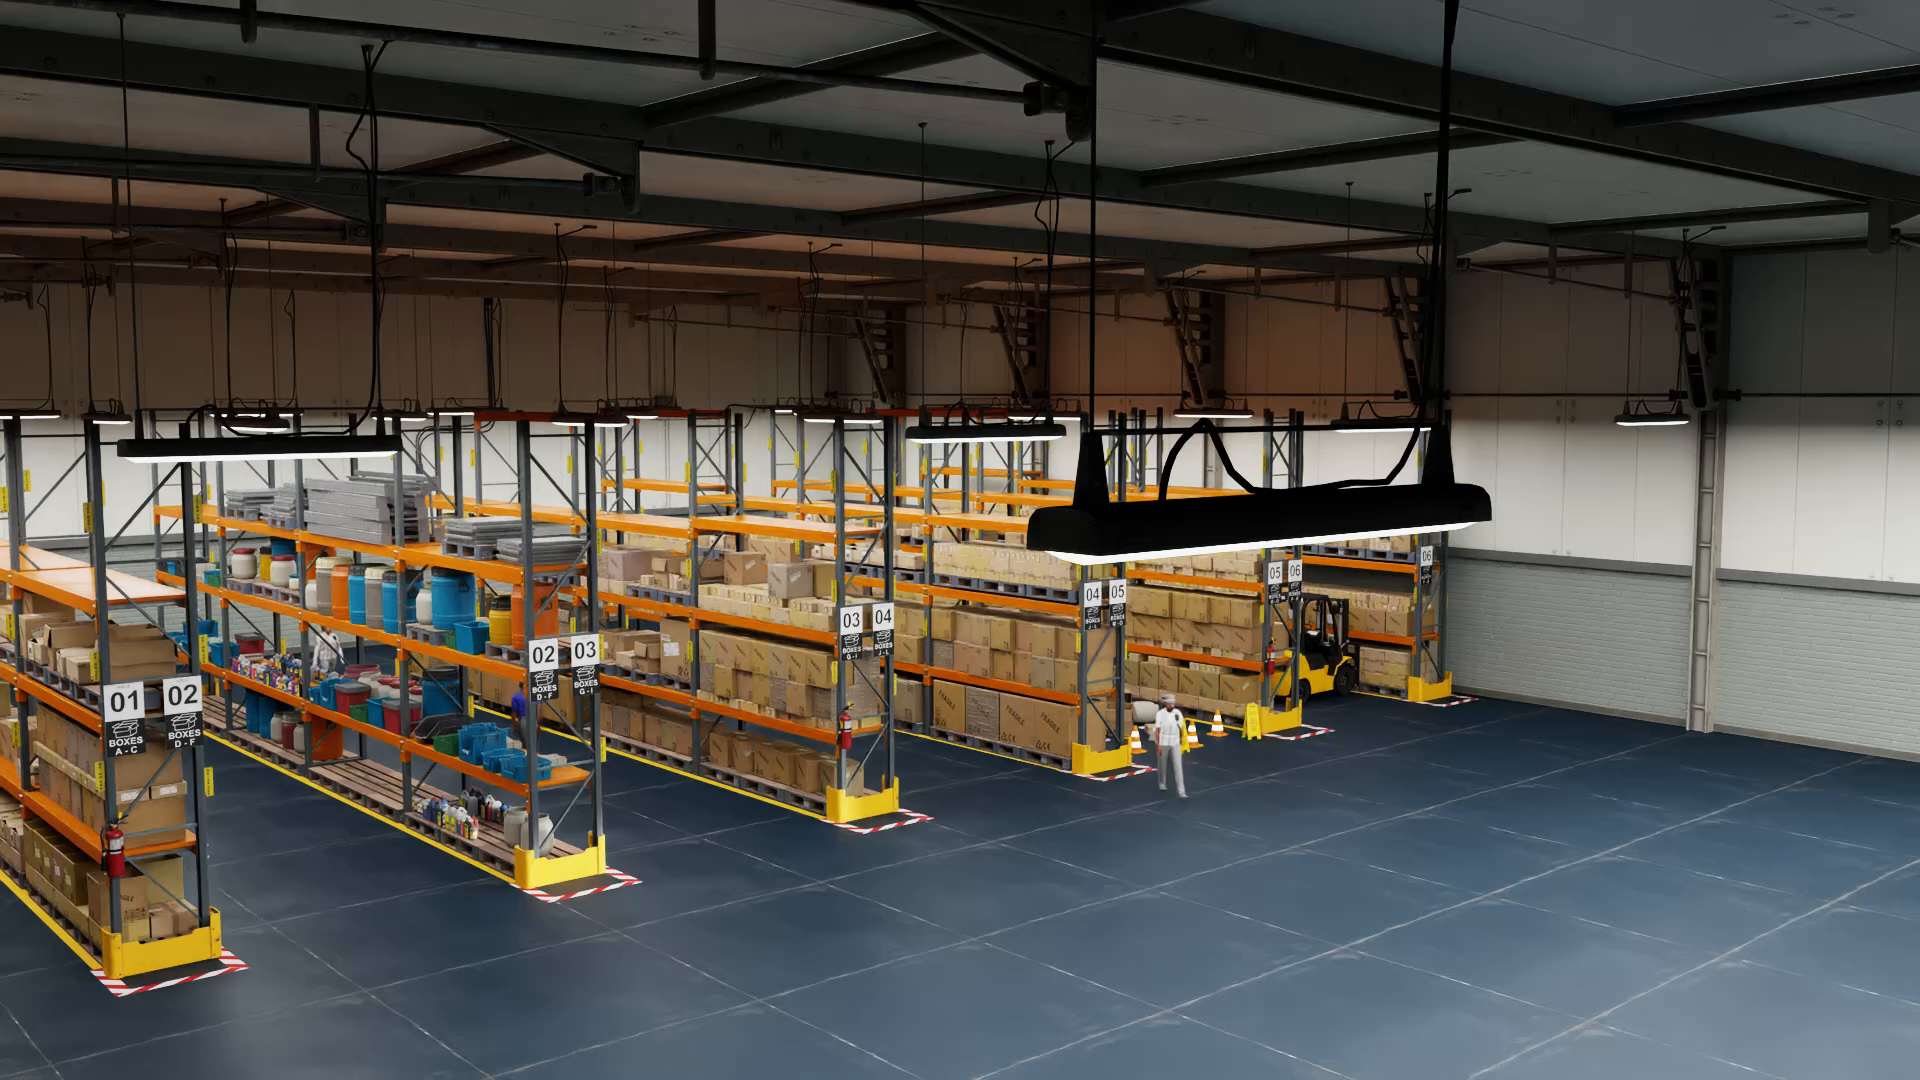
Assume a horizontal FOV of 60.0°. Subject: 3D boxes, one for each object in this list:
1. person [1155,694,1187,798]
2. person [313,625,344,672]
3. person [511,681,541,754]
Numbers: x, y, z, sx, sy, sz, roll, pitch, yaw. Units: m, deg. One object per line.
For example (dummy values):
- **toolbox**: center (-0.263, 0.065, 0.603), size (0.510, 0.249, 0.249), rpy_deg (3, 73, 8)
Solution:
- **person**: center (3.314, 3.210, 26.115), size (0.504, 1.608, 1.064), rpy_deg (1, 5, 6)
- **person**: center (-13.065, 2.466, 34.453), size (1.015, 1.620, 0.562), rpy_deg (5, 7, 43)
- **person**: center (-7.150, 3.097, 27.491), size (0.472, 1.653, 0.518), rpy_deg (-3, 6, -29)
